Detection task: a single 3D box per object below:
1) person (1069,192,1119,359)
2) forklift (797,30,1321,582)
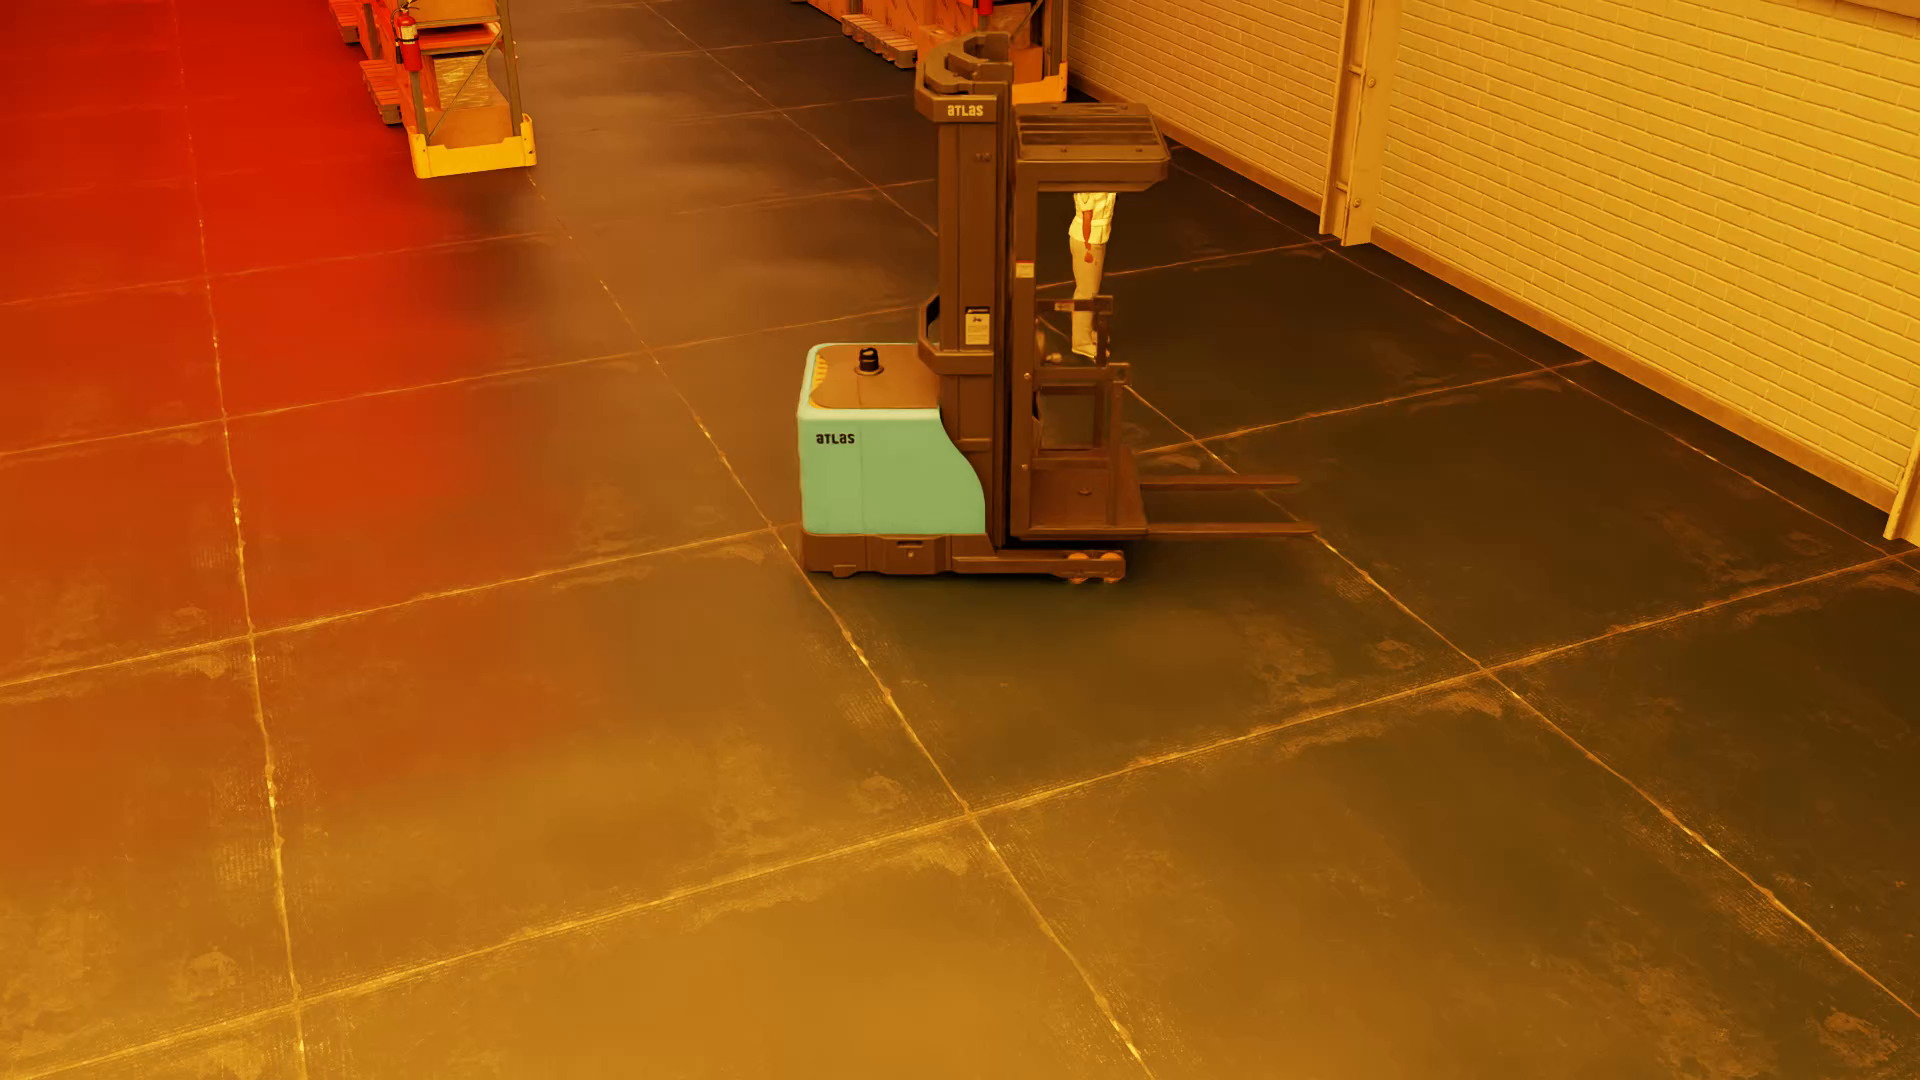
[{"bbox_3d":[0.974,-2.204,12.226,0.352,1.694,0.452,4,30,7],"label":"person"},{"bbox_3d":[0.592,-1.293,9.381,3.031,2.935,1.130,0,30,0],"label":"forklift"}]
